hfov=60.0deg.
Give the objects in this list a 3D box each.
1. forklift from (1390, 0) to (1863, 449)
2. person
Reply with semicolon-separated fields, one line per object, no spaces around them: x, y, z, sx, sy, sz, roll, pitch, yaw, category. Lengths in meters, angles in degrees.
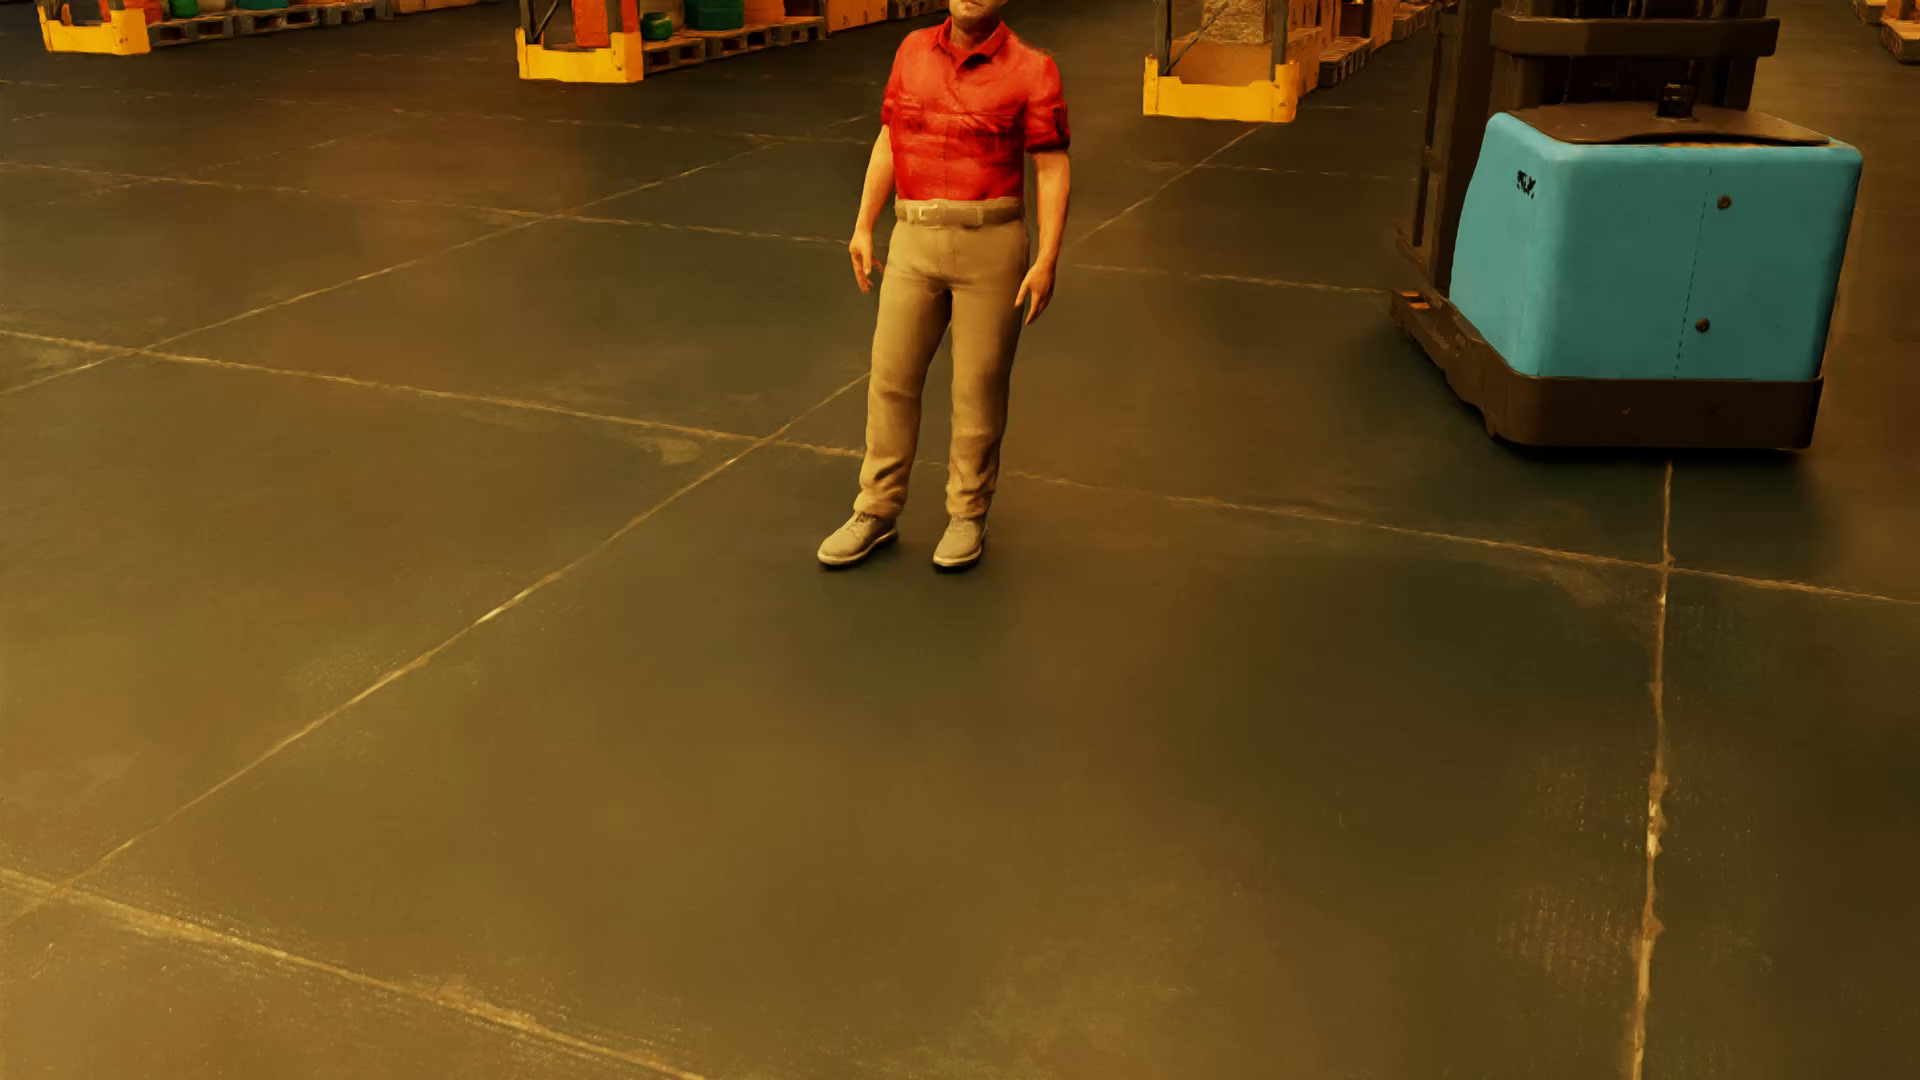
2.459;-2.183;6.516;1.130;2.935;3.031;1;23;2;forklift
-0.045;-0.773;4.685;0.640;1.723;0.550;9;24;21;person
